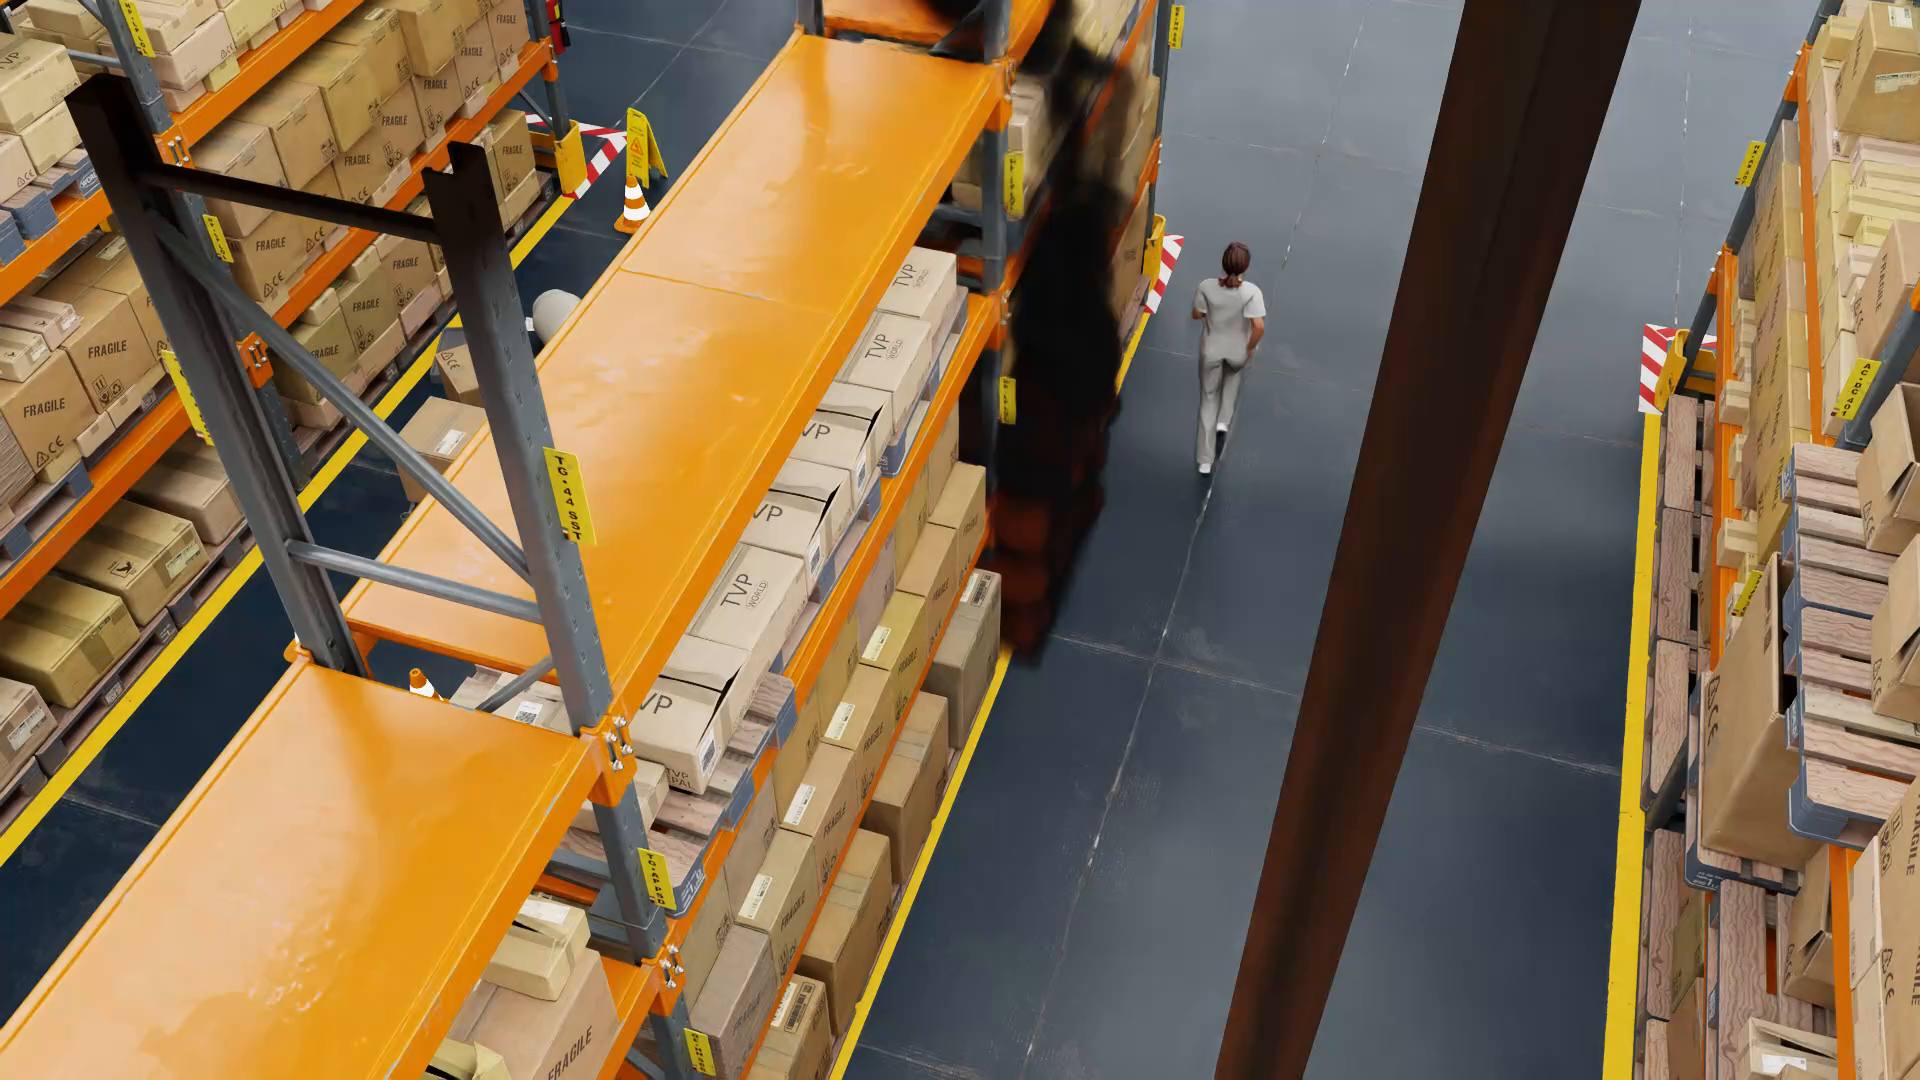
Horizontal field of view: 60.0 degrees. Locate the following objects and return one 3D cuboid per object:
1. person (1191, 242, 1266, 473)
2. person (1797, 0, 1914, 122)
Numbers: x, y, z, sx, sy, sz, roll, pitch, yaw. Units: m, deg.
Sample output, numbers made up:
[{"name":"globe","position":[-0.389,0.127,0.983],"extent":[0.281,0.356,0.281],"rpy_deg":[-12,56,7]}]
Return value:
[{"name":"person","position":[1.758,-1.234,11.162],"extent":[0.480,1.700,0.818],"rpy_deg":[5,46,5]},{"name":"person","position":[7.615,-4.002,13.863],"extent":[0.576,1.684,0.956],"rpy_deg":[-34,55,-29]}]
